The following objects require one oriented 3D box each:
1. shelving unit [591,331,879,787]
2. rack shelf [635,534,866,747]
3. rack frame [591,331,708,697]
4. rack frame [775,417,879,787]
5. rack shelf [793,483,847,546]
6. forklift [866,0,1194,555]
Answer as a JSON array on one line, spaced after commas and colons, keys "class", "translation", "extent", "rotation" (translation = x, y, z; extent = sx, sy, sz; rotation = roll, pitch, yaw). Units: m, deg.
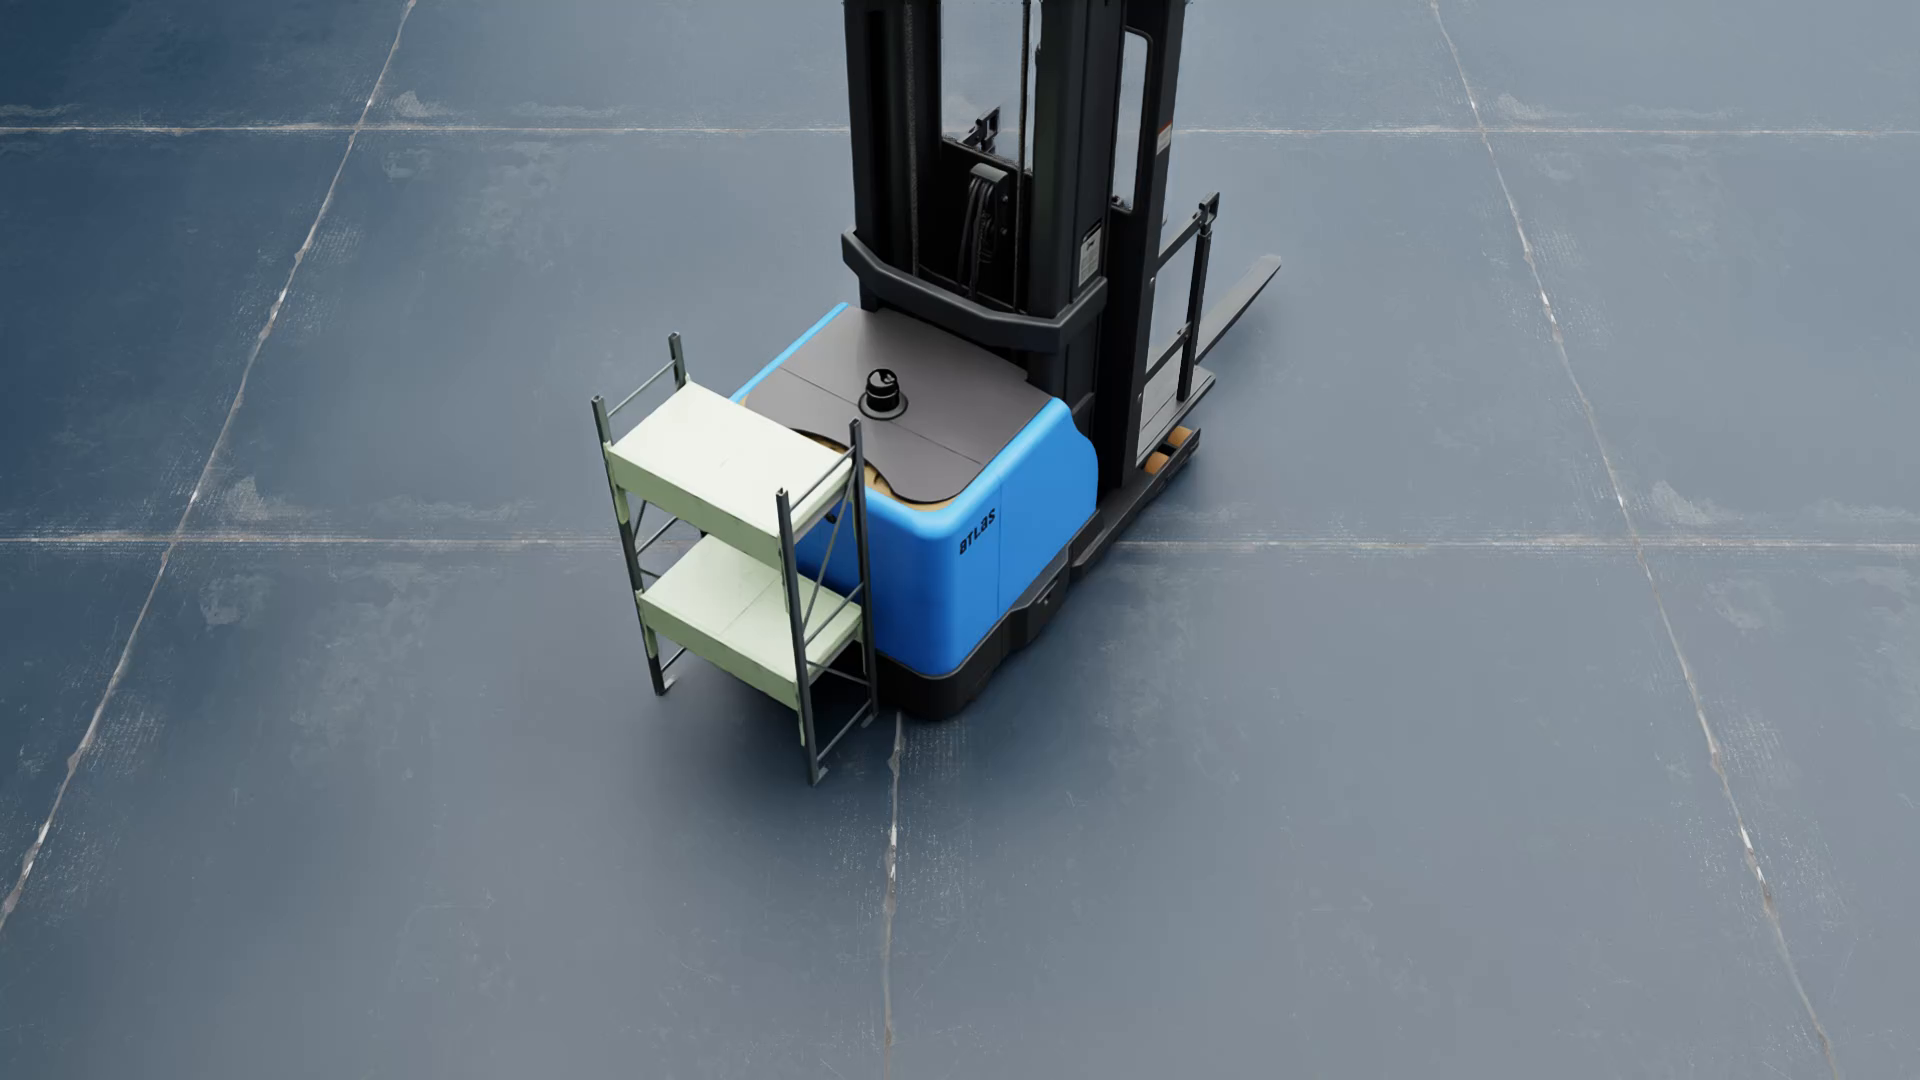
[{"class": "shelving unit", "translation": [15.696, -0.583, 6.349], "extent": [26.924, 1.500, 20.373], "rotation": [26, 52, 22]}, {"class": "rack shelf", "translation": [15.703, -0.276, 6.671], "extent": [26.907, 0.609, 20.373], "rotation": [26, 52, 22]}, {"class": "rack frame", "translation": [-1.032, -0.044, 5.847], "extent": [0.023, 1.500, 0.400], "rotation": [26, 52, 22]}, {"class": "rack frame", "translation": [-0.425, 0.256, 5.568], "extent": [0.023, 1.500, 0.400], "rotation": [26, 52, 22]}, {"class": "rack shelf", "translation": [-0.728, -0.209, 5.370], "extent": [0.664, 0.071, 0.332], "rotation": [26, 52, 22]}, {"class": "forklift", "translation": [19.601, -3.748, 4.164], "extent": [32.329, 9.011, 25.333], "rotation": [27, 53, 23]}]
